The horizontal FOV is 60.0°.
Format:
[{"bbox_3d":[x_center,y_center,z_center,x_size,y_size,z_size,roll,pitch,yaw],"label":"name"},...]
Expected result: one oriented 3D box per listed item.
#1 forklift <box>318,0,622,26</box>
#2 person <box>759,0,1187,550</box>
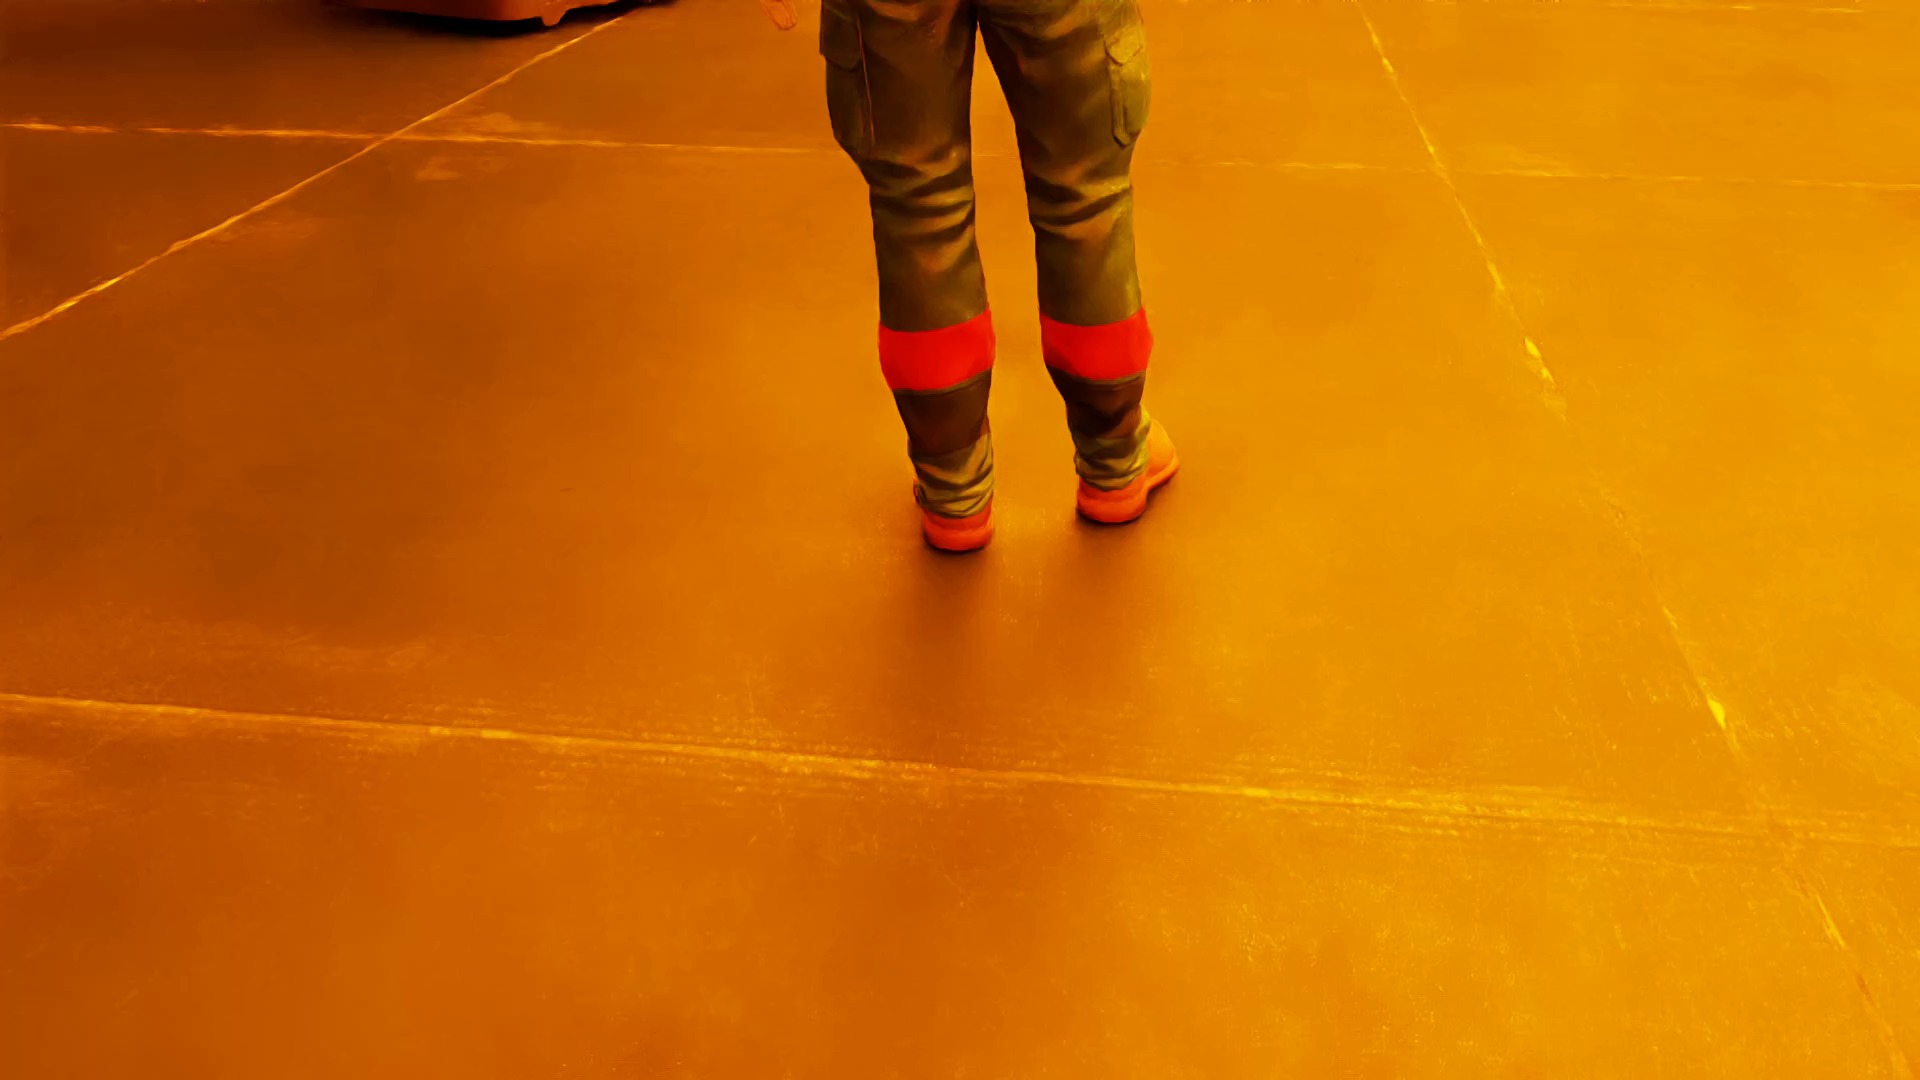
[{"bbox_3d":[-1.445,-3.888,7.011,1.130,2.935,3.031,13,29,24],"label":"forklift"},{"bbox_3d":[0.022,-0.842,2.167,0.637,1.787,0.563,3,27,7],"label":"person"}]
